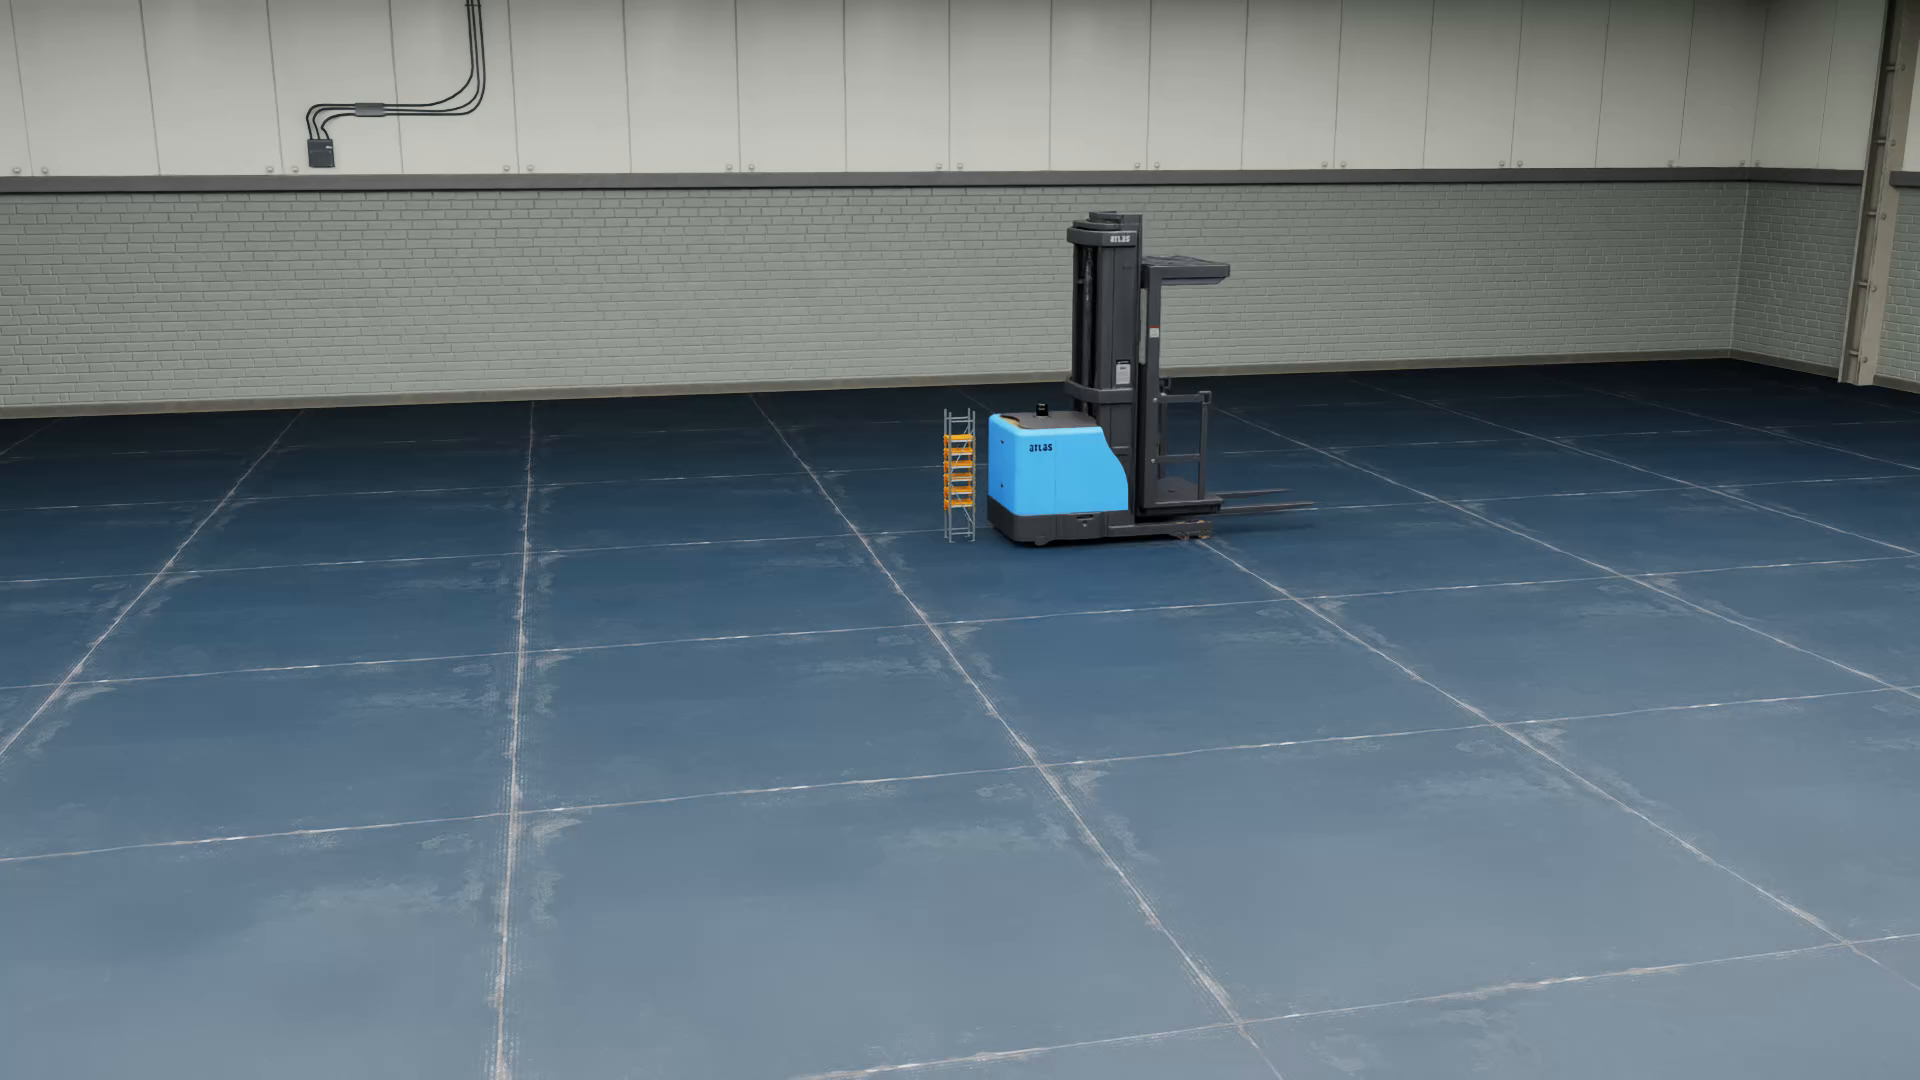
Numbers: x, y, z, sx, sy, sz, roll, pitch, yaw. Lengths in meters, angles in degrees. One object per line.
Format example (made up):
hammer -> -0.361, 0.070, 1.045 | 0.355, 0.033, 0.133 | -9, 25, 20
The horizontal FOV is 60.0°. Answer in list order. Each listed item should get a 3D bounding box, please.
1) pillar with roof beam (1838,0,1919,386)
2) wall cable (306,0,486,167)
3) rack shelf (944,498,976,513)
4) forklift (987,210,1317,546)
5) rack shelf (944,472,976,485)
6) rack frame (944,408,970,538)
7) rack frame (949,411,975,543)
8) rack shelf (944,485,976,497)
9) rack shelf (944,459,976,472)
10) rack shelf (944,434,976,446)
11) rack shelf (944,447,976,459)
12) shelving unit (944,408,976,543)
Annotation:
pillar with roof beam -> 9.187, -6.470, 22.772 | 9.100, 9.000, 0.400 | -3, 14, -13
wall cable -> -7.423, -7.885, 21.398 | 2.305, 6.003, 0.169 | -3, 14, -13
rack shelf -> -0.003, -0.310, 15.189 | 0.258, 0.103, 0.180 | -3, 14, -13
forklift -> 1.831, -1.542, 15.384 | 3.031, 2.935, 1.130 | -4, 14, -14
rack shelf -> -0.003, -0.543, 15.132 | 0.258, 0.103, 0.180 | -3, 14, -13
rack frame -> -0.025, -0.607, 15.208 | 0.240, 1.200, 0.006 | -3, 14, -13
rack frame -> 0.018, -0.565, 15.035 | 0.240, 1.200, 0.006 | -3, 14, -13
rack shelf -> -0.003, -0.426, 15.160 | 0.258, 0.103, 0.180 | -3, 14, -13
rack shelf -> -0.003, -0.660, 15.103 | 0.258, 0.103, 0.180 | -3, 14, -13
rack shelf -> -0.003, -0.893, 15.046 | 0.258, 0.103, 0.180 | -3, 14, -13
rack shelf -> -0.003, -0.776, 15.075 | 0.258, 0.103, 0.180 | -3, 14, -13
shelving unit -> -0.003, -0.586, 15.121 | 0.258, 1.200, 0.189 | -3, 14, -13
